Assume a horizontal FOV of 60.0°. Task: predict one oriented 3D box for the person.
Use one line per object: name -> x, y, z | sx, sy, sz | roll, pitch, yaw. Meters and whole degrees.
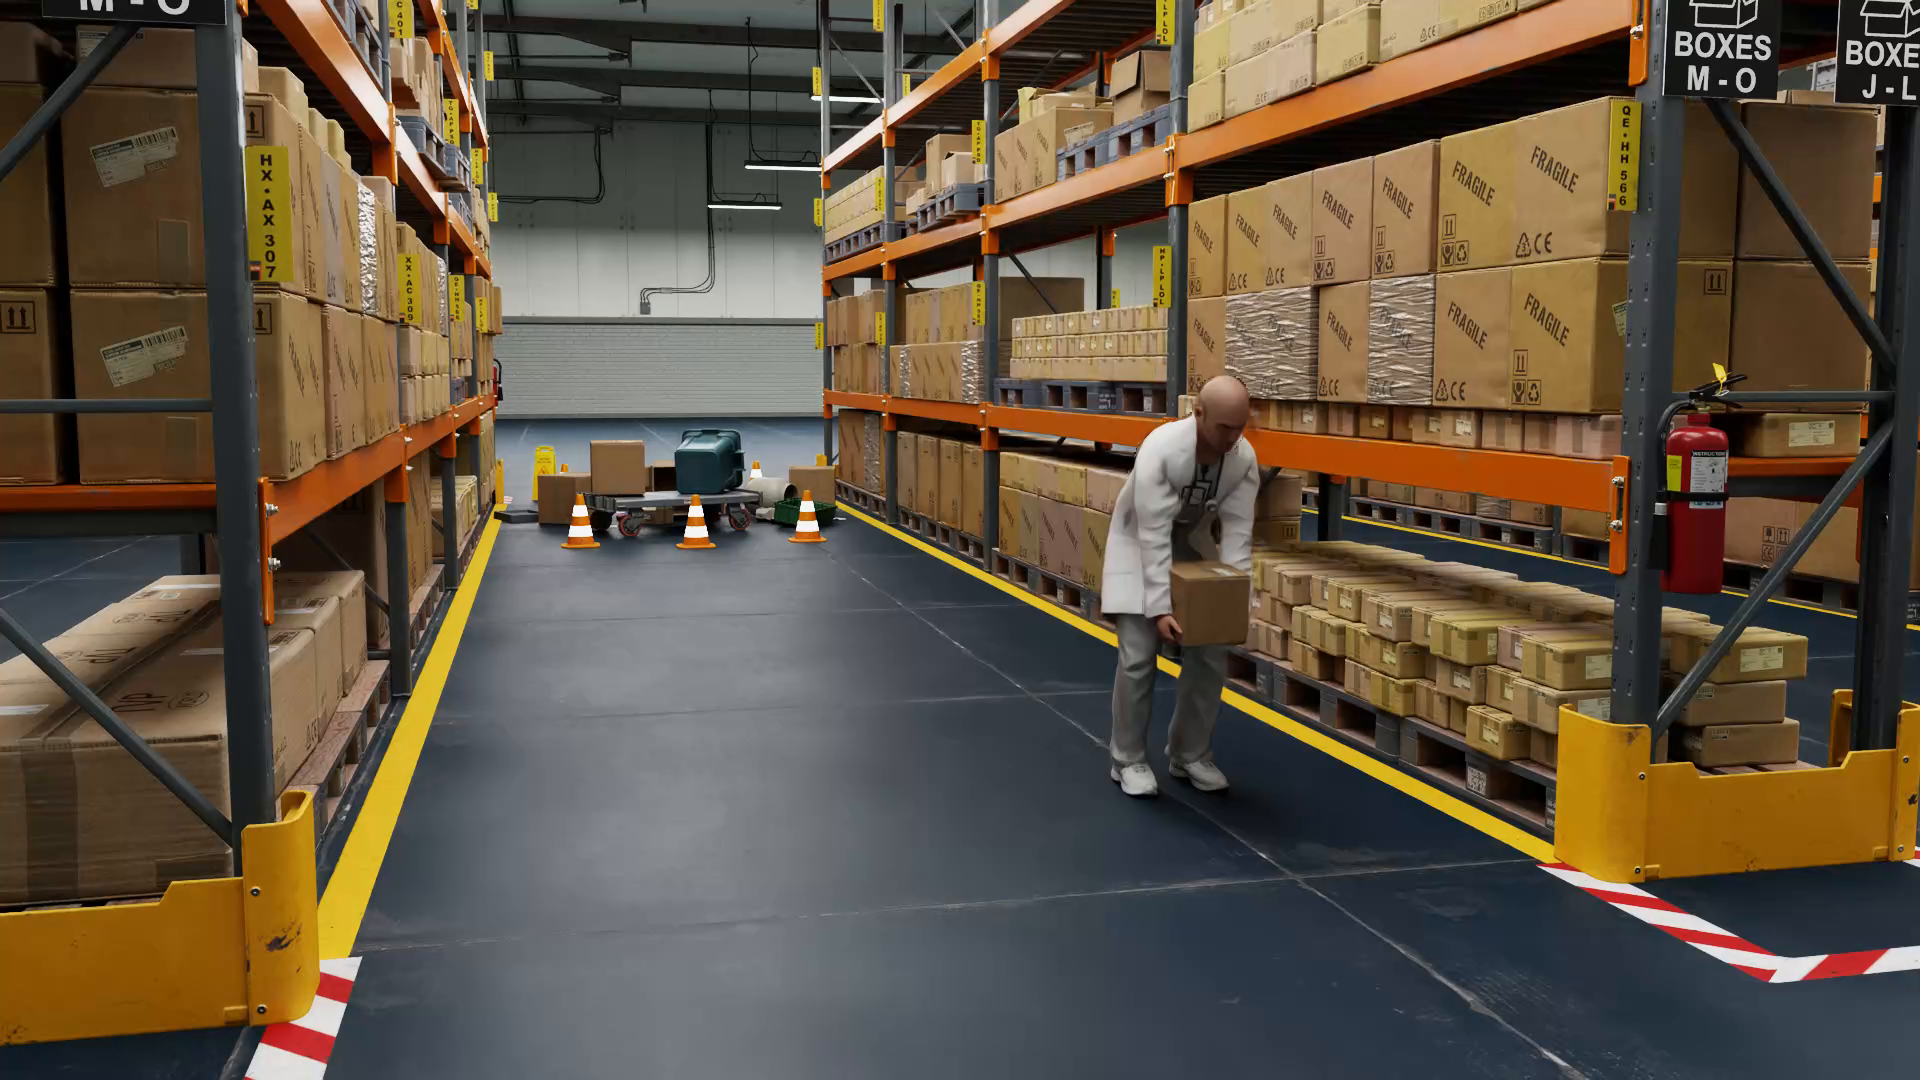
person -> 0.833, 0.183, 6.170 | 0.547, 1.568, 0.760 | -2, 6, -17
